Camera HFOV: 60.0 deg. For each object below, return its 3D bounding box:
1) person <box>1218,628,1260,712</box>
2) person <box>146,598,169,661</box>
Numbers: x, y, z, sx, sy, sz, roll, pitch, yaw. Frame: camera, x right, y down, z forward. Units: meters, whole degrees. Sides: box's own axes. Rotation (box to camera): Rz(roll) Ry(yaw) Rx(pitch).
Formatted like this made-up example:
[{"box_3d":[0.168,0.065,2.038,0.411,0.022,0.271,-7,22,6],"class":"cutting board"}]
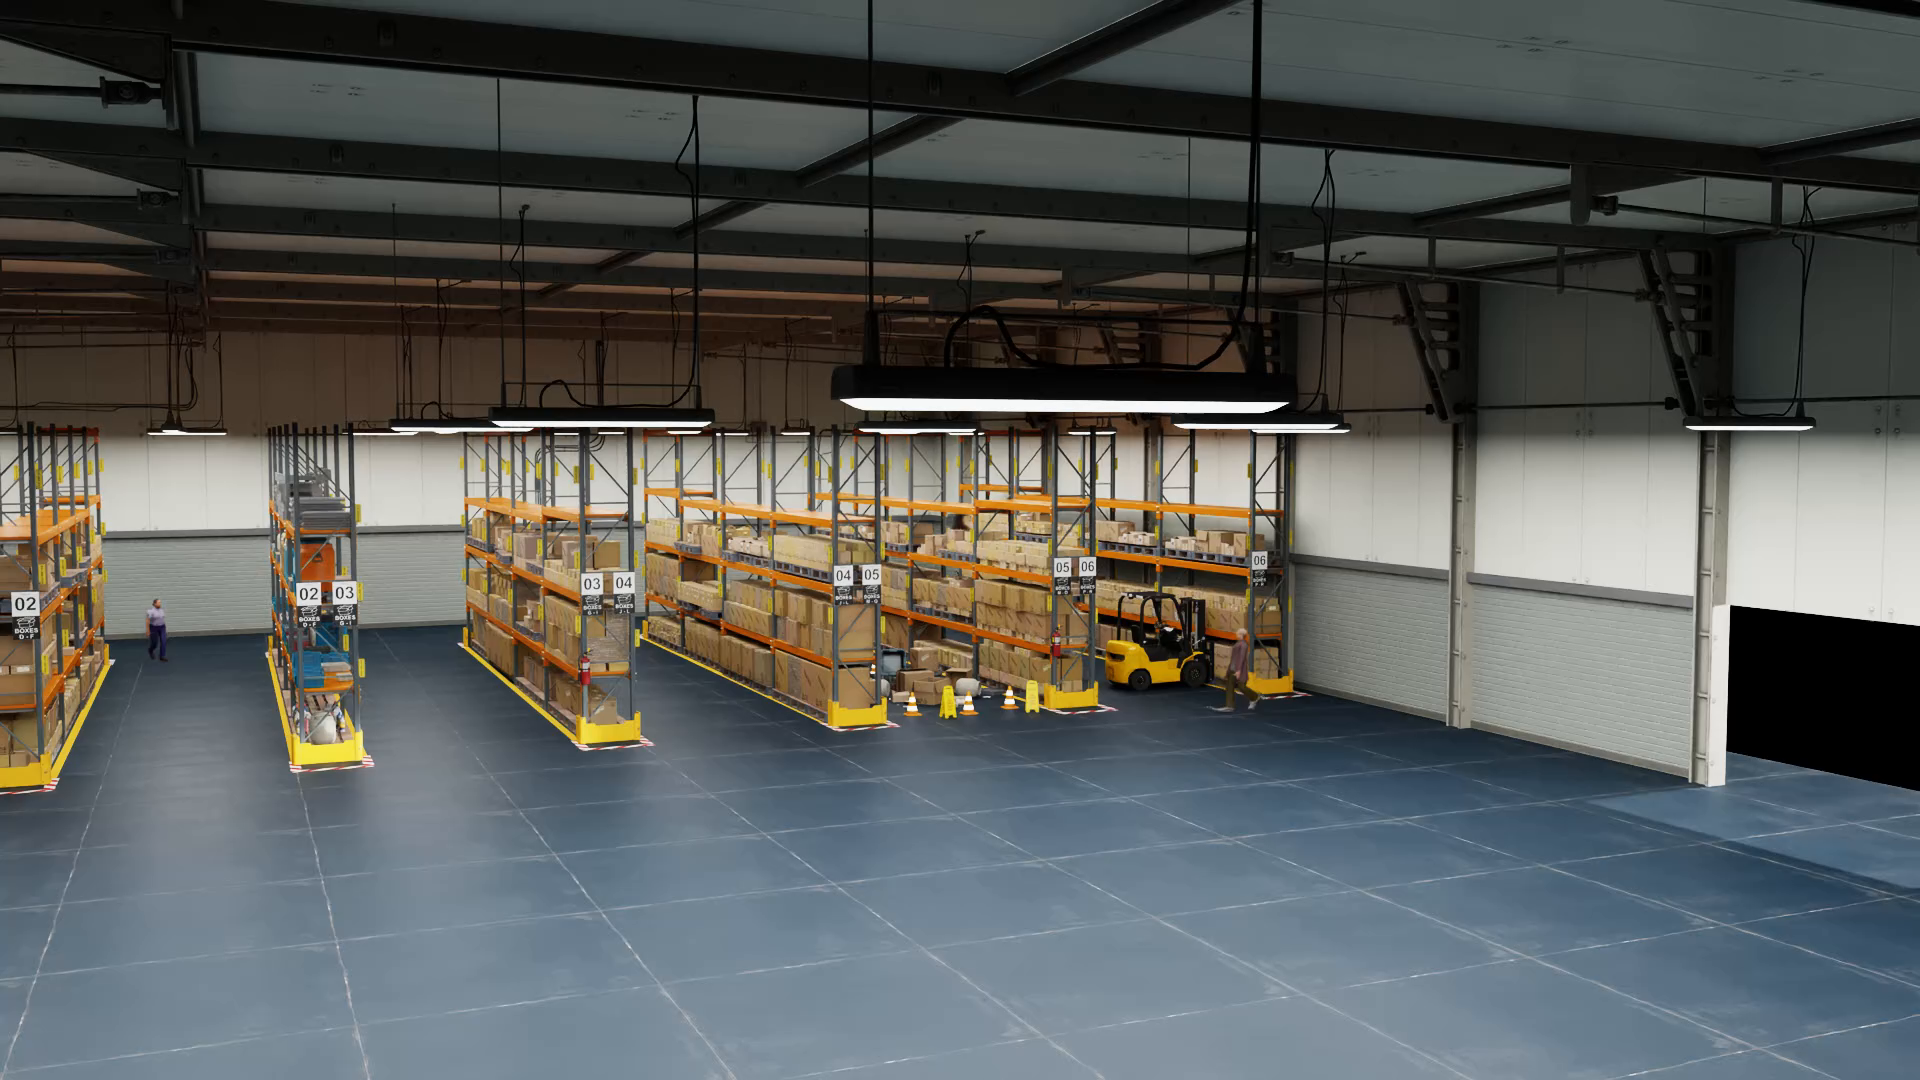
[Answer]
[{"box_3d":[5.864,2.718,34.799,0.949,1.755,0.537,-3,4,-38],"class":"person"},{"box_3d":[-20.577,2.294,42.536,0.560,1.618,0.545,3,5,40],"class":"person"}]
